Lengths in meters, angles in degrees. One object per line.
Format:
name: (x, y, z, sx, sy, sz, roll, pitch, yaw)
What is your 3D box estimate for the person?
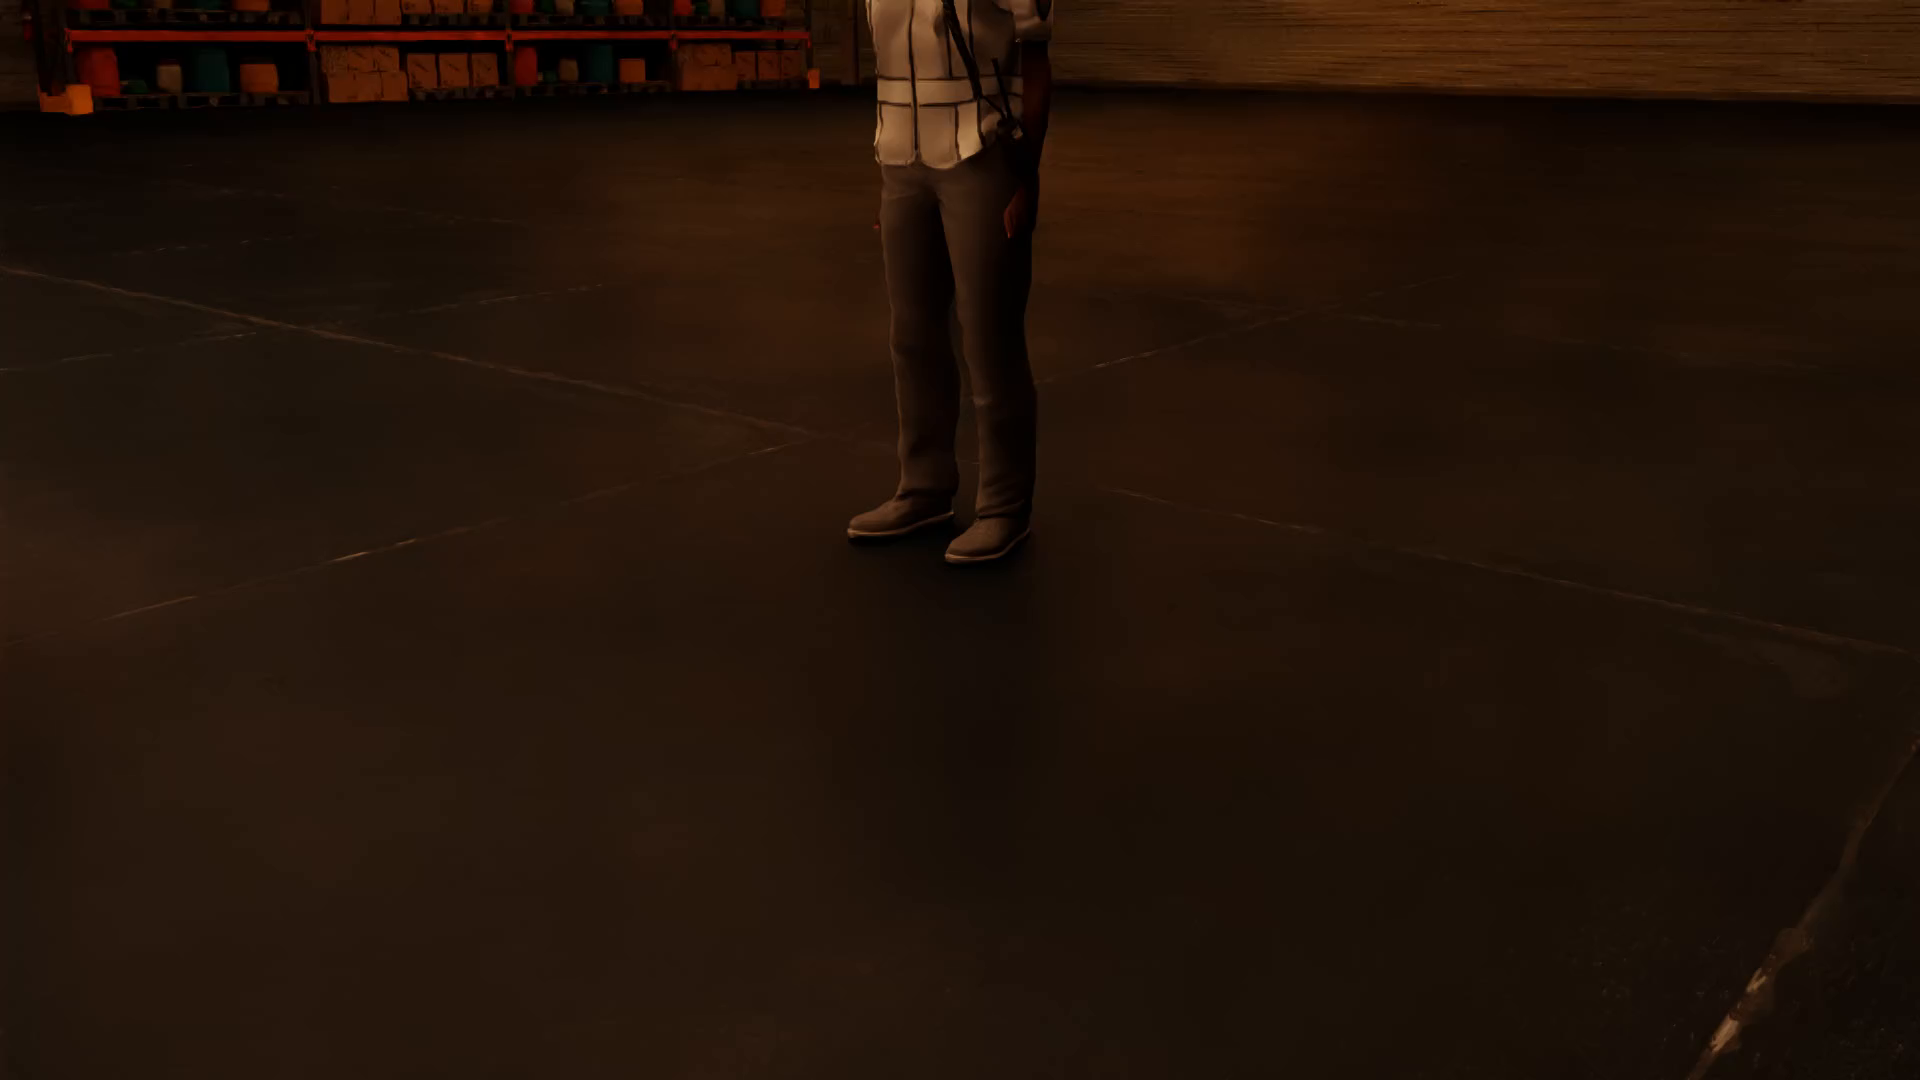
person: (-0.018, -0.801, 3.687, 0.446, 1.688, 0.338, 13, 21, 37)
